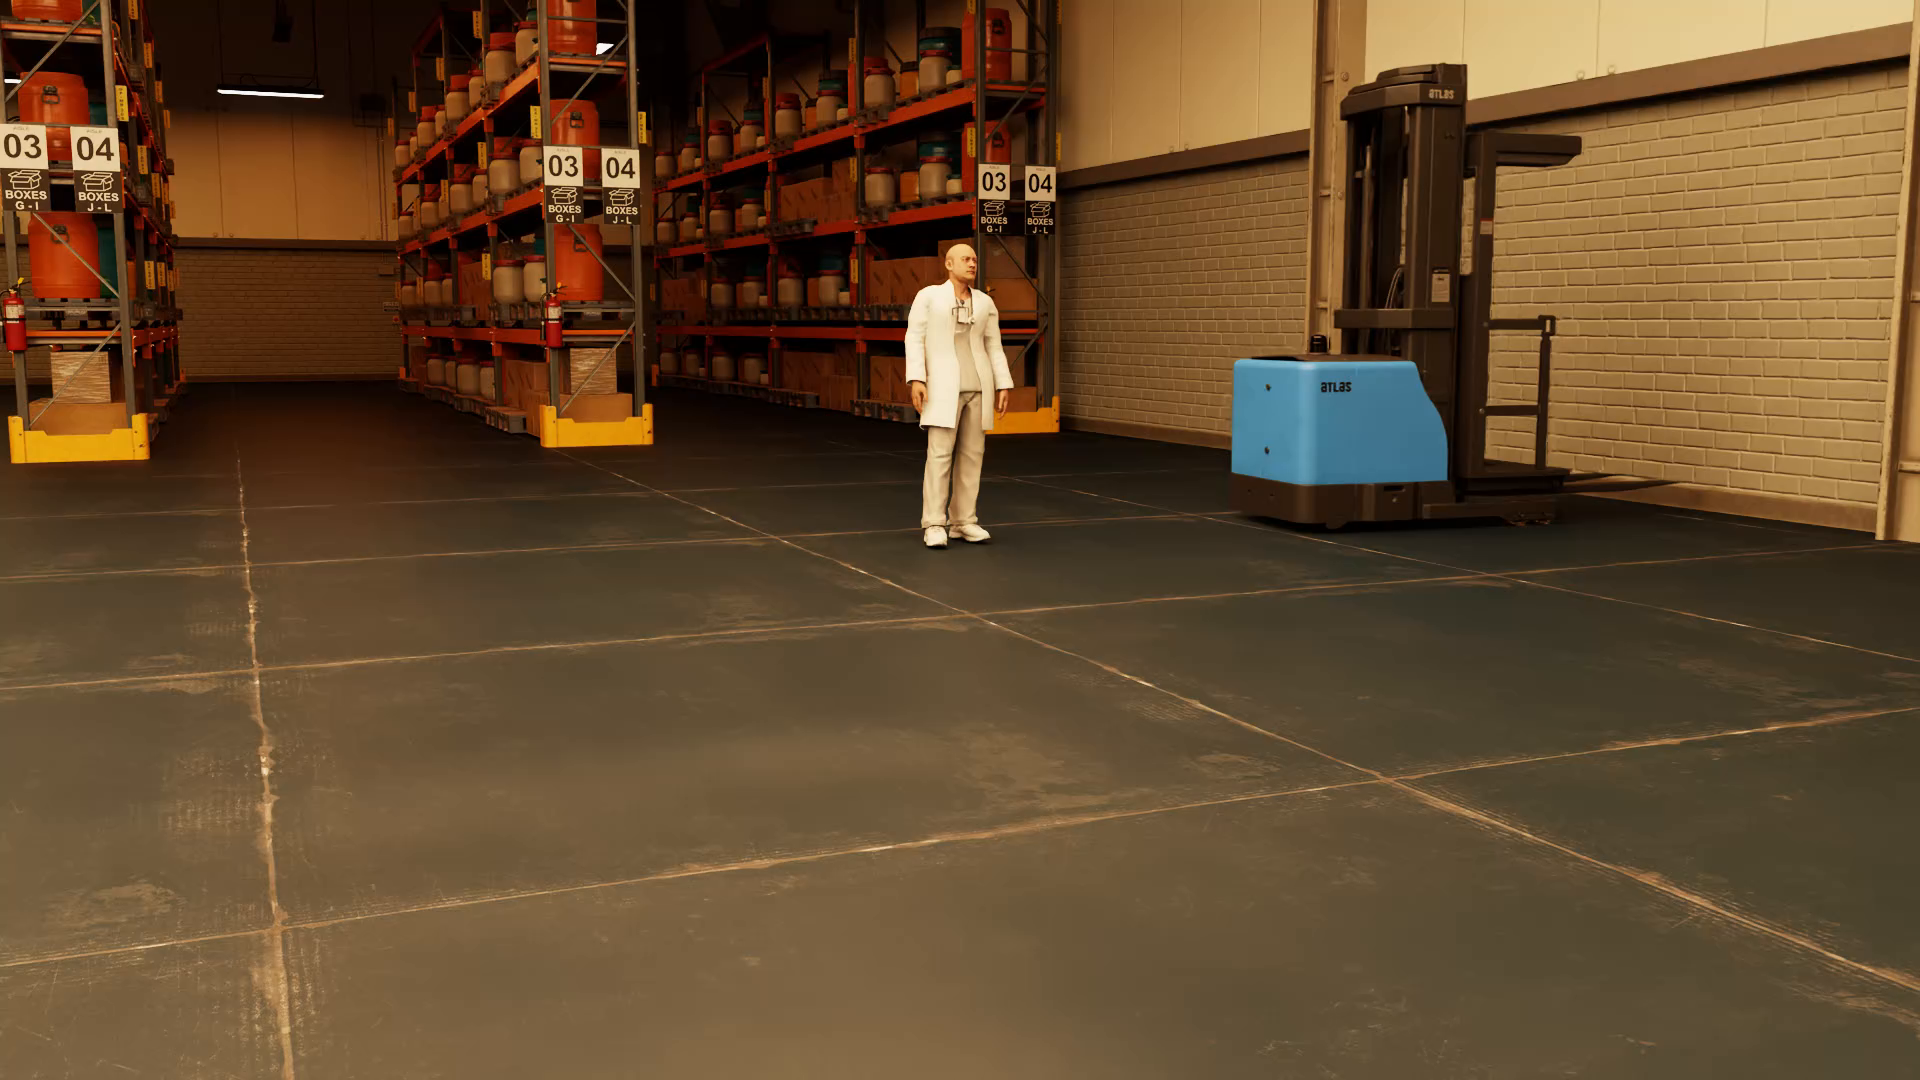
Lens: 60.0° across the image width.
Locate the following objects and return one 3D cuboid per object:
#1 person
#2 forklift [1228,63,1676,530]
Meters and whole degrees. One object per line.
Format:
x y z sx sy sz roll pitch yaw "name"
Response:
0.032 -0.877 9.953 0.694 1.776 0.581 -3 8 -23 "person"
3.392 -1.607 11.131 3.031 2.935 1.130 -2 8 -18 "forklift"
